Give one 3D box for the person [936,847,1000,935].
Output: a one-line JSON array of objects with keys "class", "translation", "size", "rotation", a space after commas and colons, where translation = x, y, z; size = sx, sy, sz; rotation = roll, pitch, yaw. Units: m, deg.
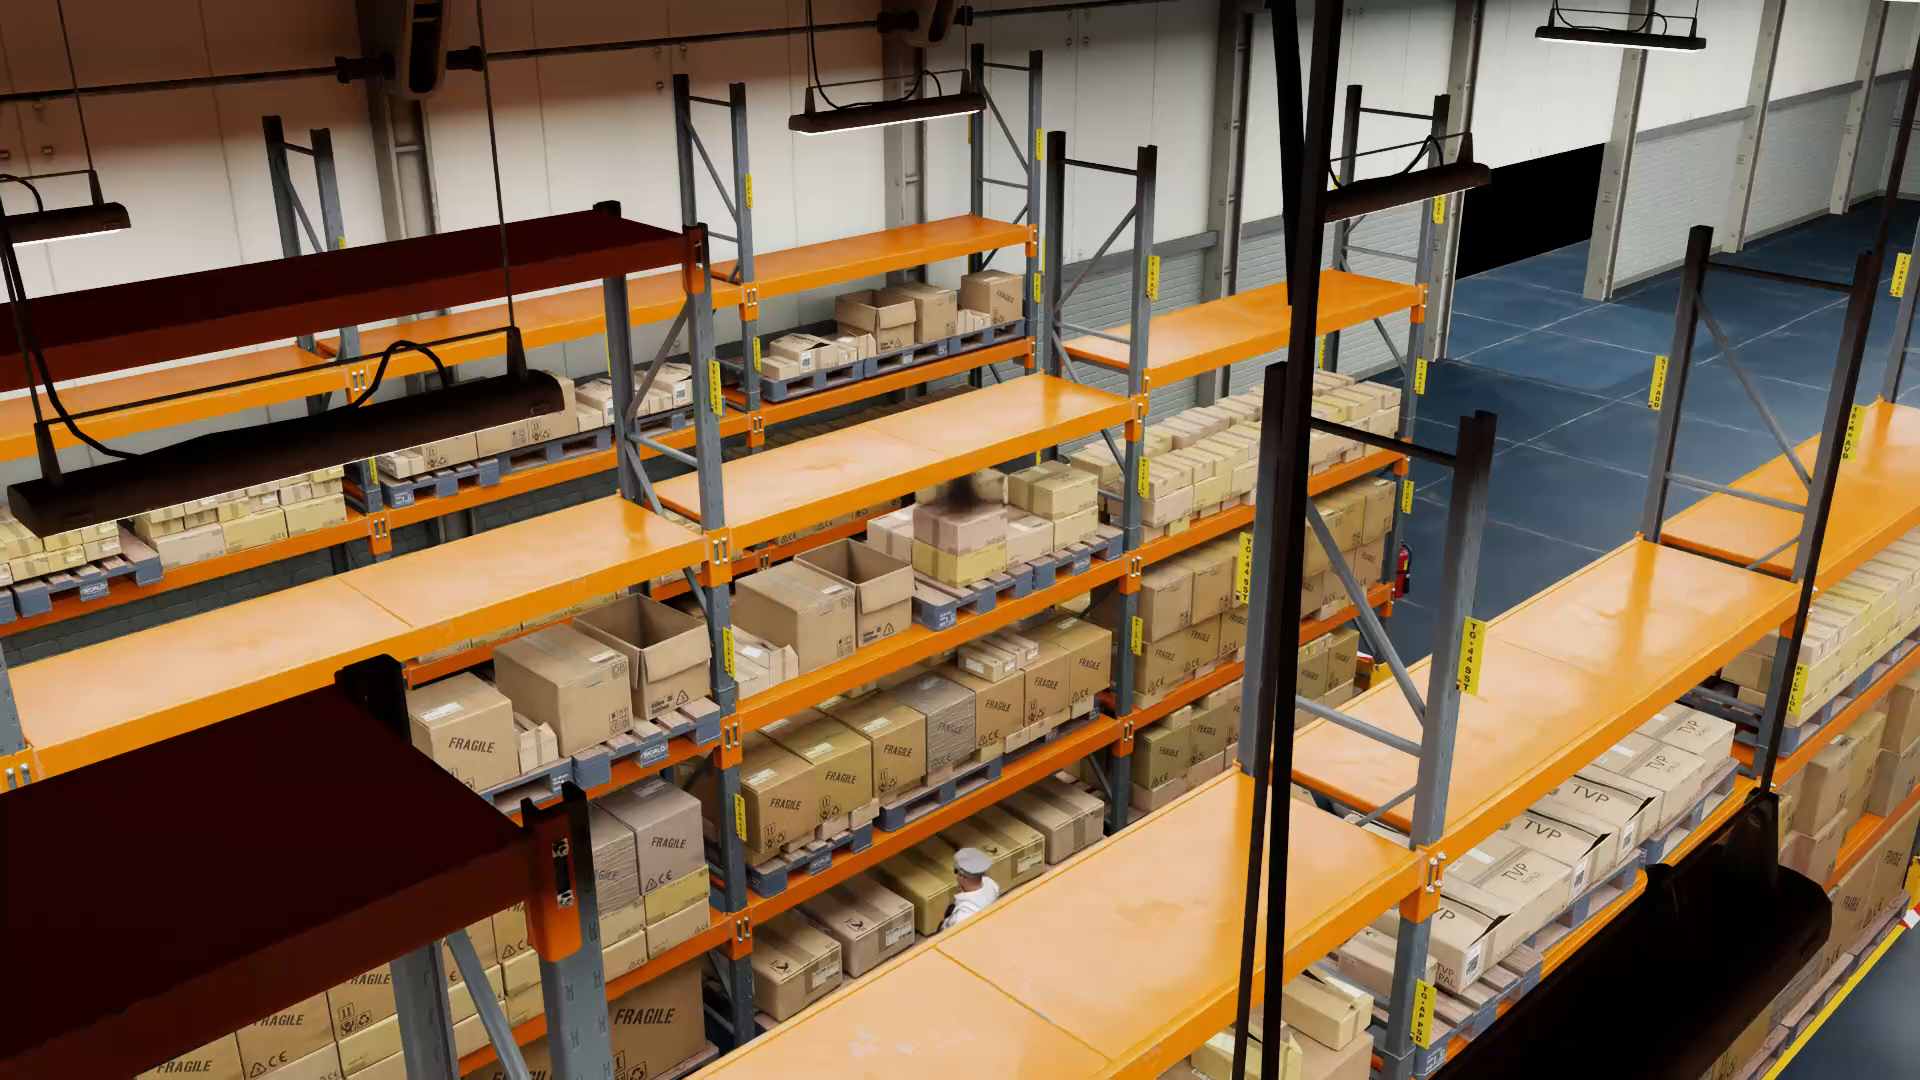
[{"class": "person", "translation": [0.069, 2.912, 11.487], "size": [0.445, 1.759, 0.594], "rotation": [8, 24, 18]}]
